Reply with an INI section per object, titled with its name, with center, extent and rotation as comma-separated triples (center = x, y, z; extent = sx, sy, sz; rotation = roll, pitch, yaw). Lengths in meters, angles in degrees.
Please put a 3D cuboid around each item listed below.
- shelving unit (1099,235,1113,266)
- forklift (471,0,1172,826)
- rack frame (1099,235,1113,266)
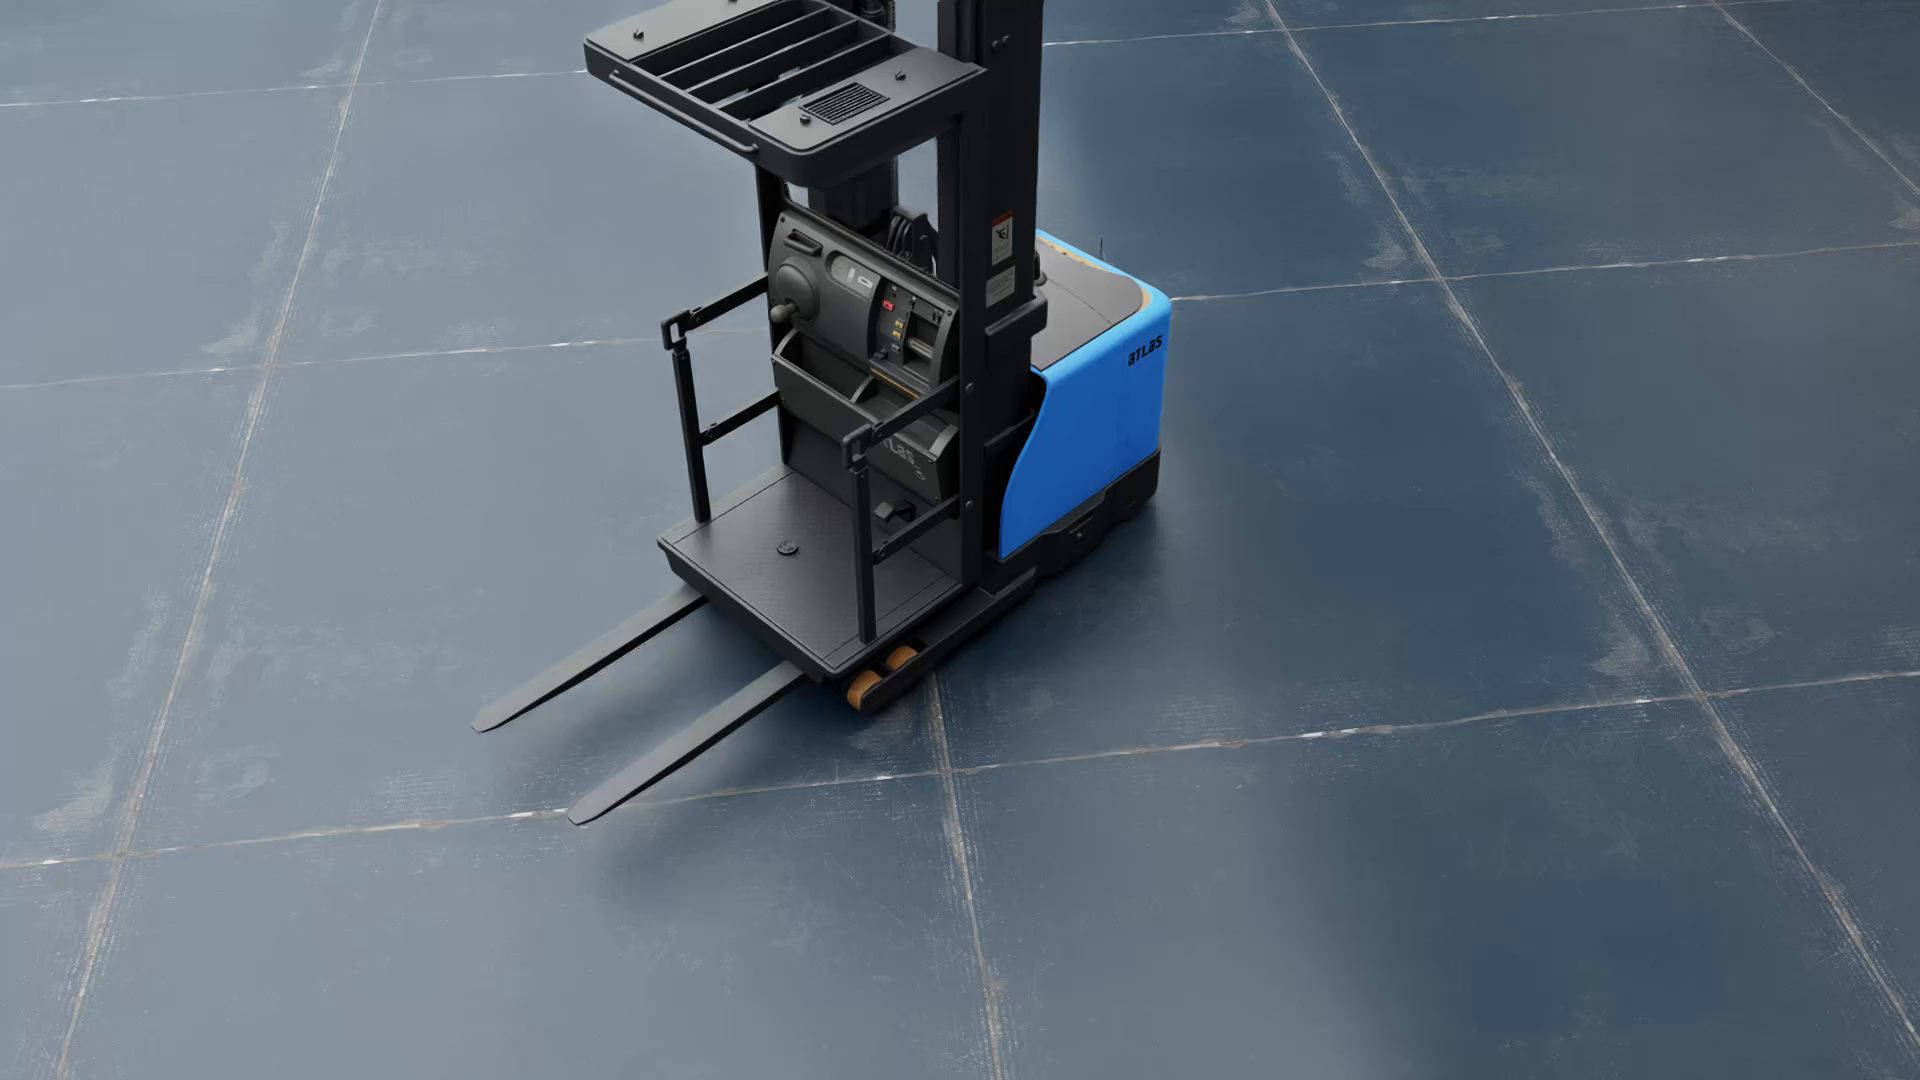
[shelving unit]
center = 0.546, -0.936, 7.615
extent = 0.210, 0.900, 0.258
rotation = -6, 42, -6
[forklift]
center = -0.515, -0.804, 5.953
extent = 1.130, 2.935, 3.031
rotation = 33, 52, 31
[rack frame]
center = 0.646, -0.945, 7.626
extent = 0.006, 0.900, 0.240
rotation = -6, 42, -6
